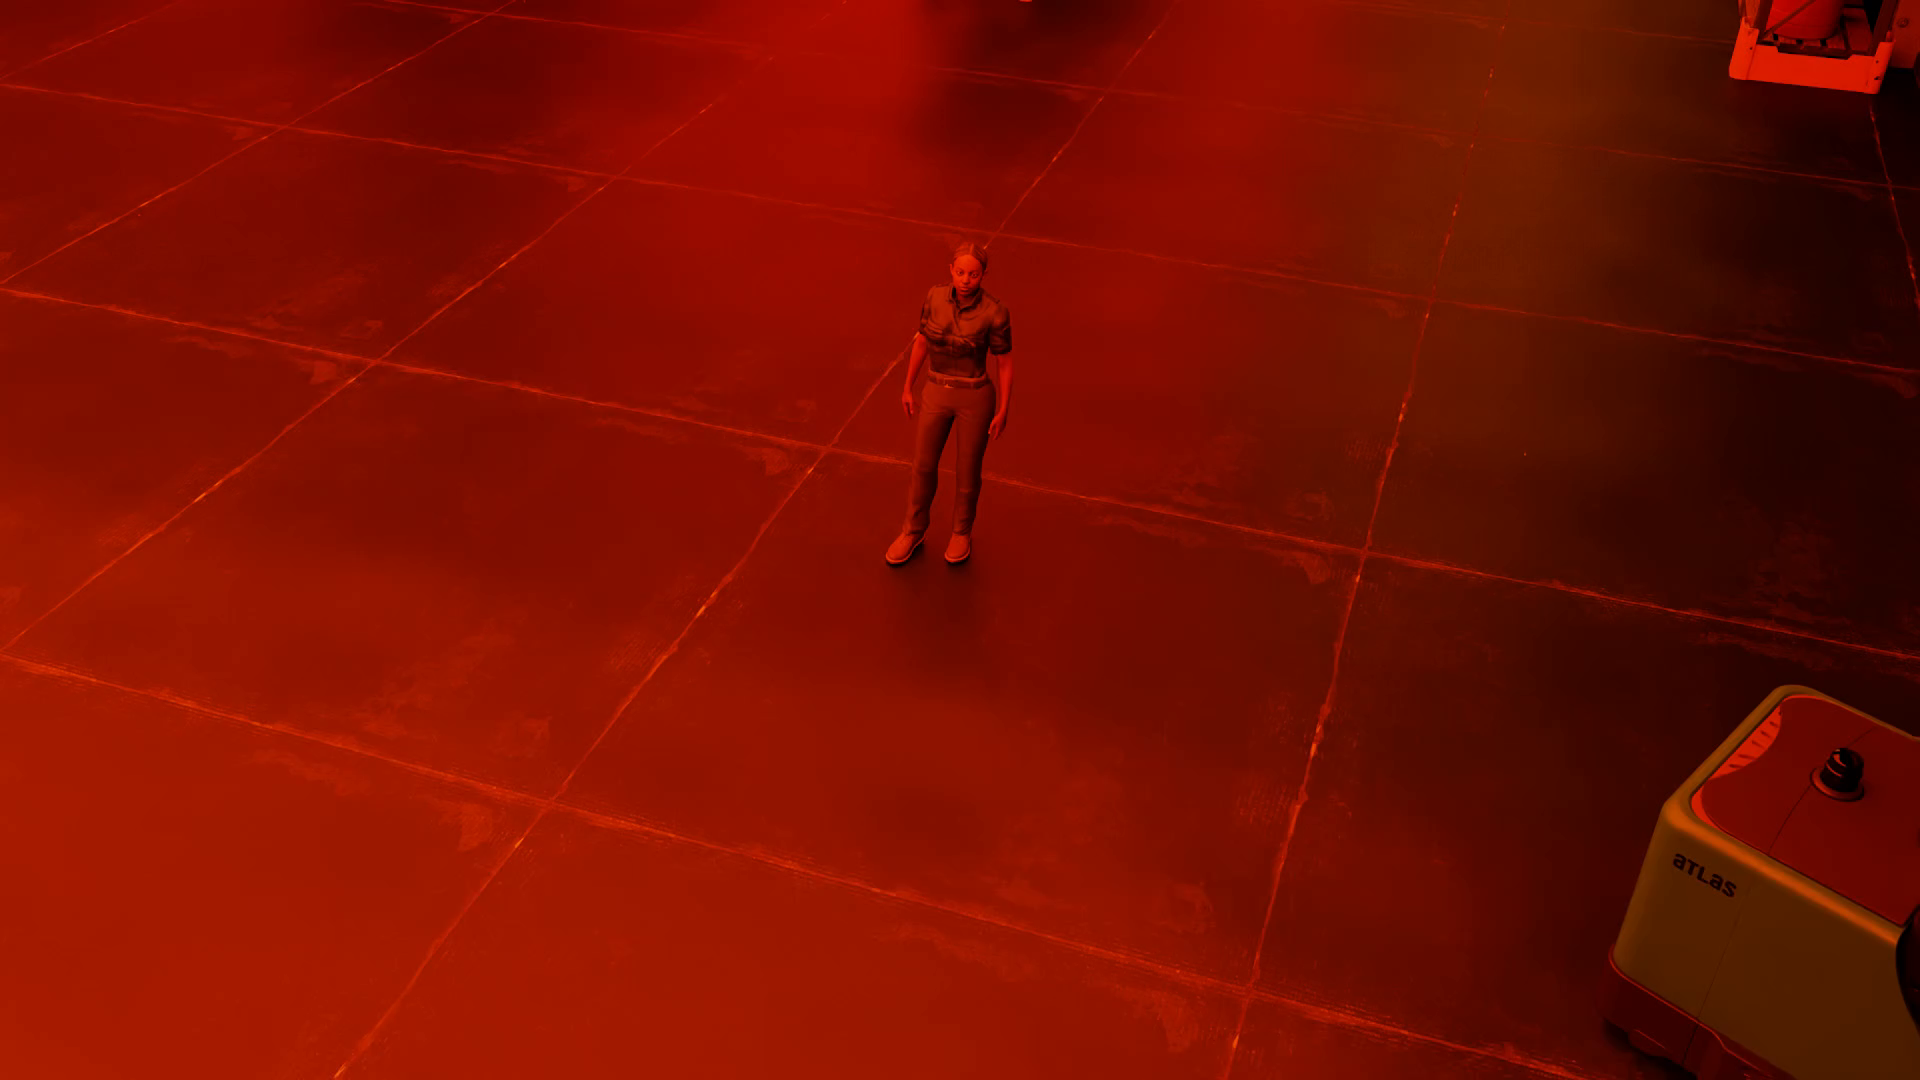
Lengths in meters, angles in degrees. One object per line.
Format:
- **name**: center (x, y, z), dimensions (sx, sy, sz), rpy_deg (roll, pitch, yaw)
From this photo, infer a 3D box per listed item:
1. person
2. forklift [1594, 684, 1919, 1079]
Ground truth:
- **person**: center (-0.048, -0.637, 8.100), dimensions (0.569, 1.656, 0.503), rpy_deg (12, 37, 16)
- **forklift**: center (3.722, 0.988, 4.717), dimensions (1.130, 2.935, 3.031), rpy_deg (-29, 45, -35)
